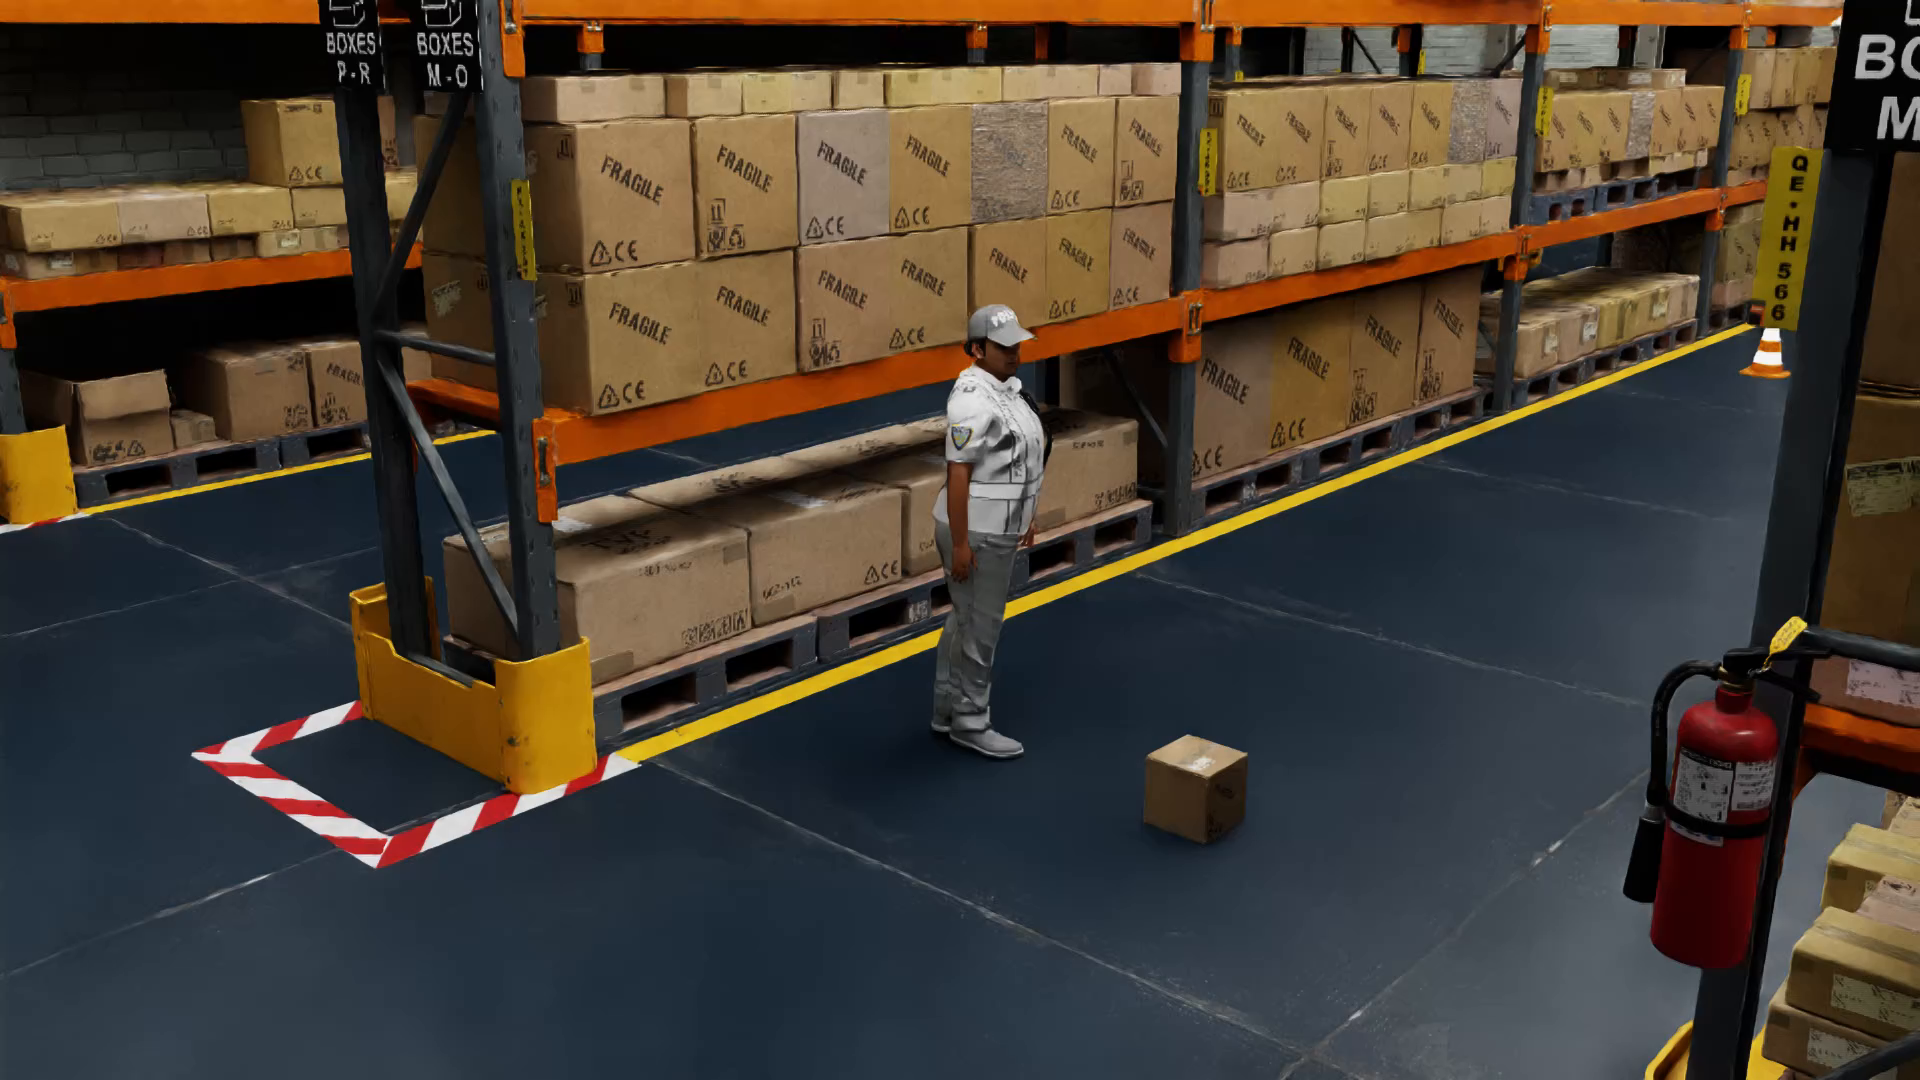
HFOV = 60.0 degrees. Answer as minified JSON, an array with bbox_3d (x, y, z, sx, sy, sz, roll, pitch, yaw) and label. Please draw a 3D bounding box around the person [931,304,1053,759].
[{"bbox_3d":[0.111,-0.043,6.162,0.430,1.672,0.539,3,17,10],"label":"person"}]
